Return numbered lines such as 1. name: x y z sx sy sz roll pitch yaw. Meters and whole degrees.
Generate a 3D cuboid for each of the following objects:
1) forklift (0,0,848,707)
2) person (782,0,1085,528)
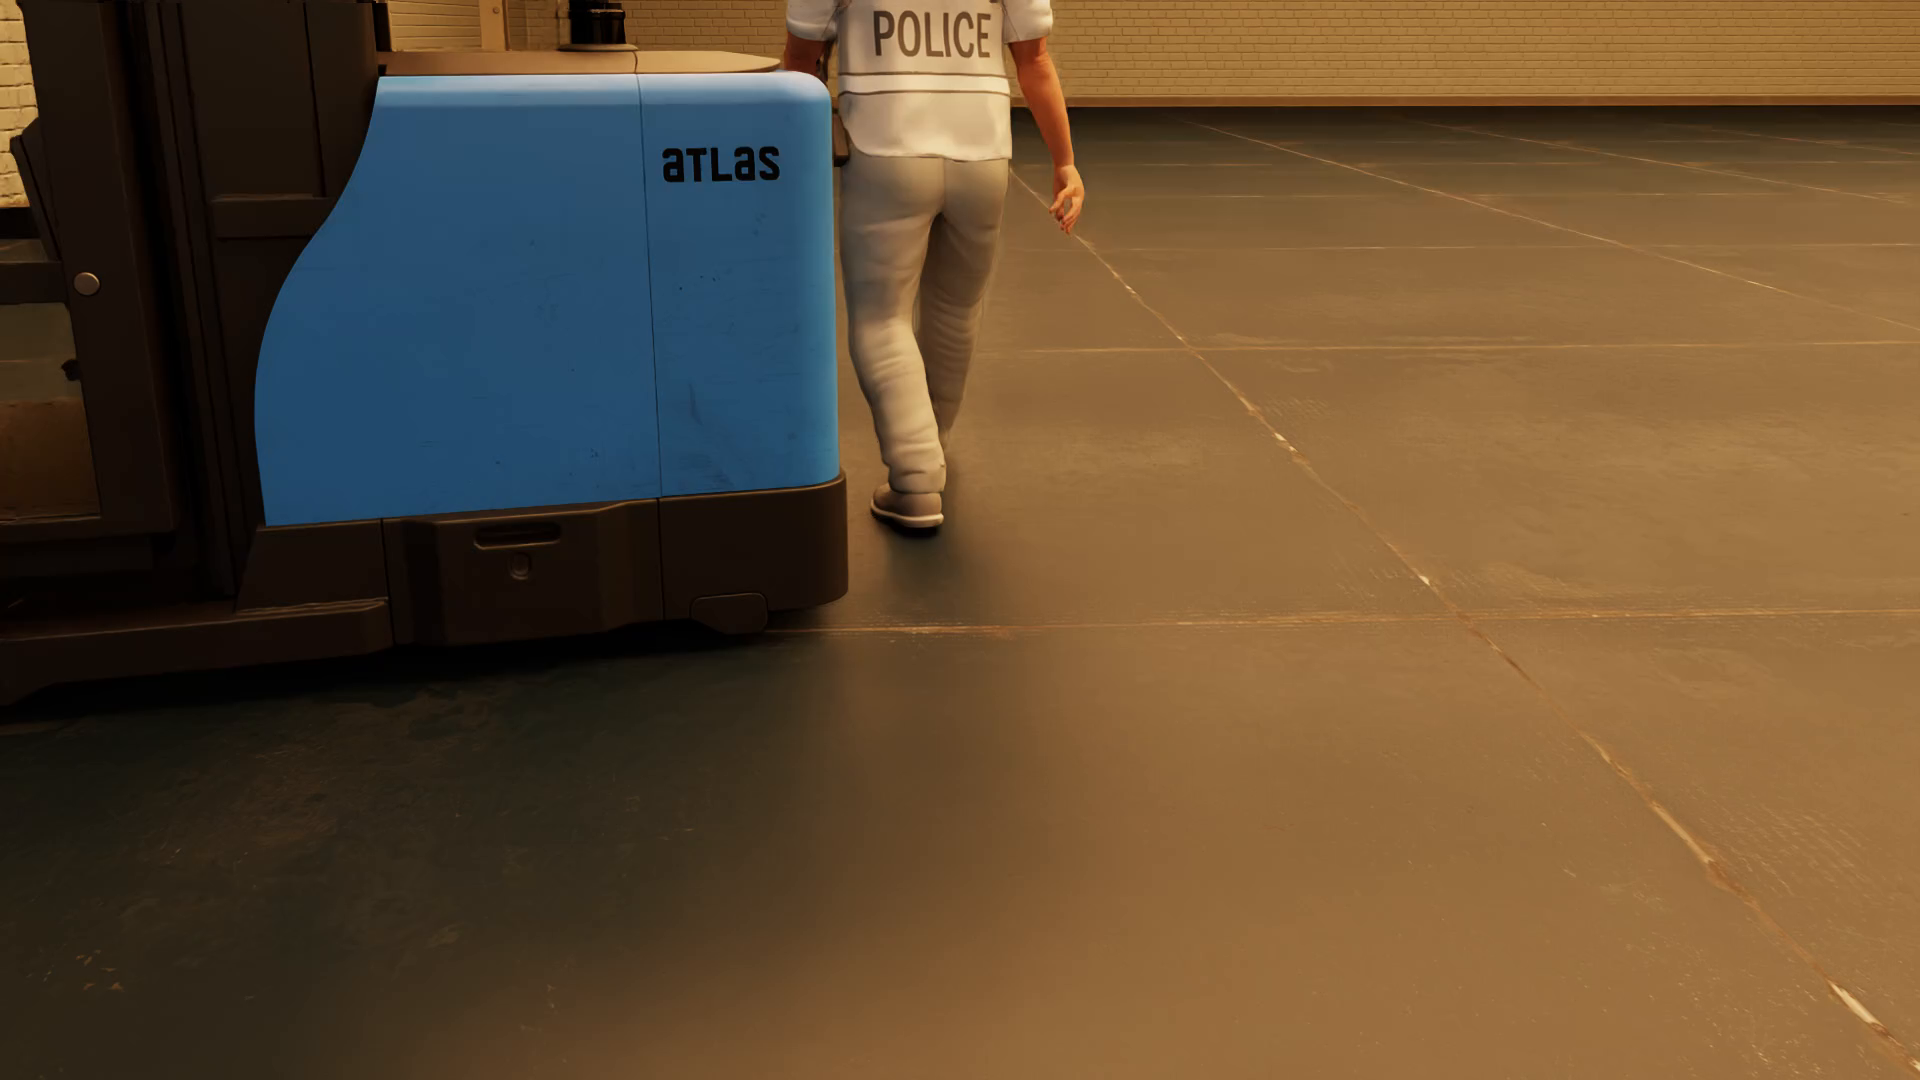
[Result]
1. forklift: -1.800 -1.234 2.942 3.031 2.935 1.130 -5 18 -15
2. person: -0.095 -0.950 4.161 0.695 1.690 0.926 -7 18 -21
